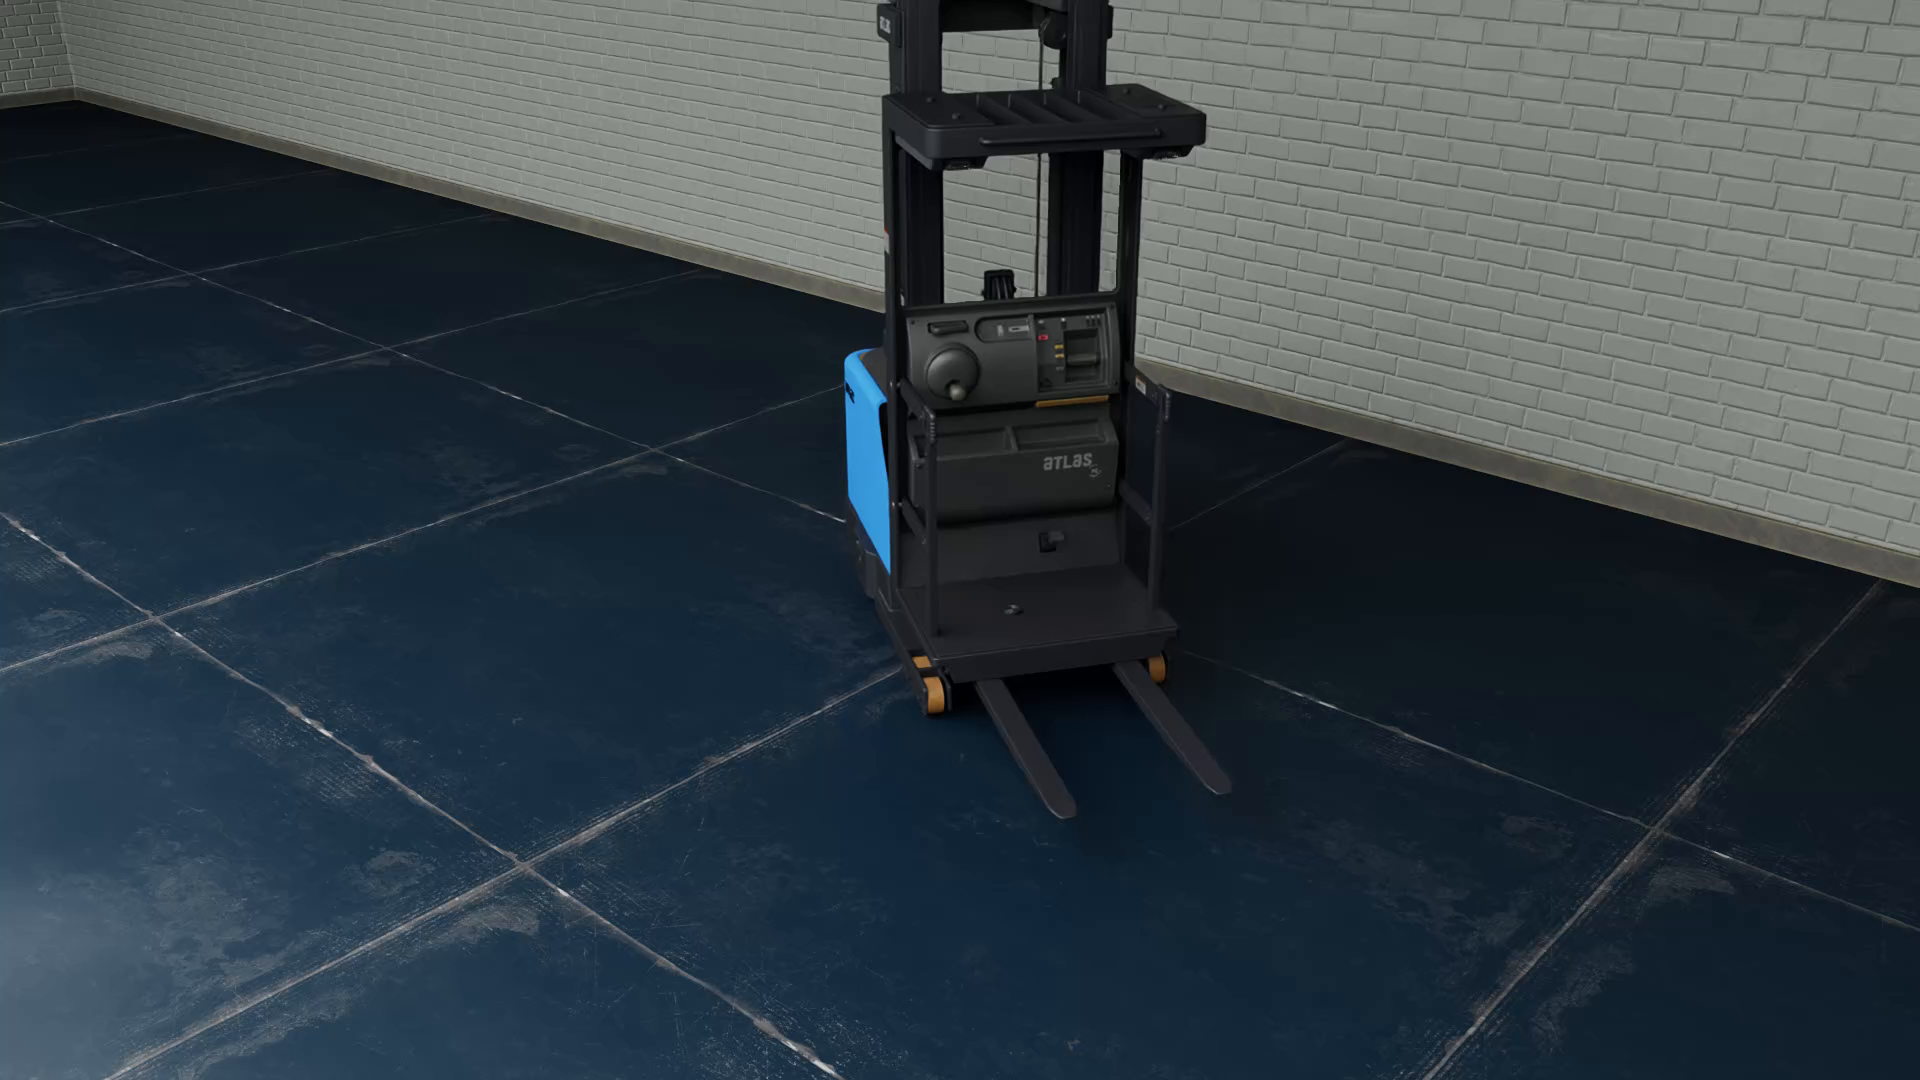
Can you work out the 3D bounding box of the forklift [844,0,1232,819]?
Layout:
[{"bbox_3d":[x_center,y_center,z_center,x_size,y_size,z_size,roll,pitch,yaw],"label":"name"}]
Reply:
[{"bbox_3d":[0.290,-0.767,6.879,1.130,2.935,3.031,-6,25,-14],"label":"forklift"}]
